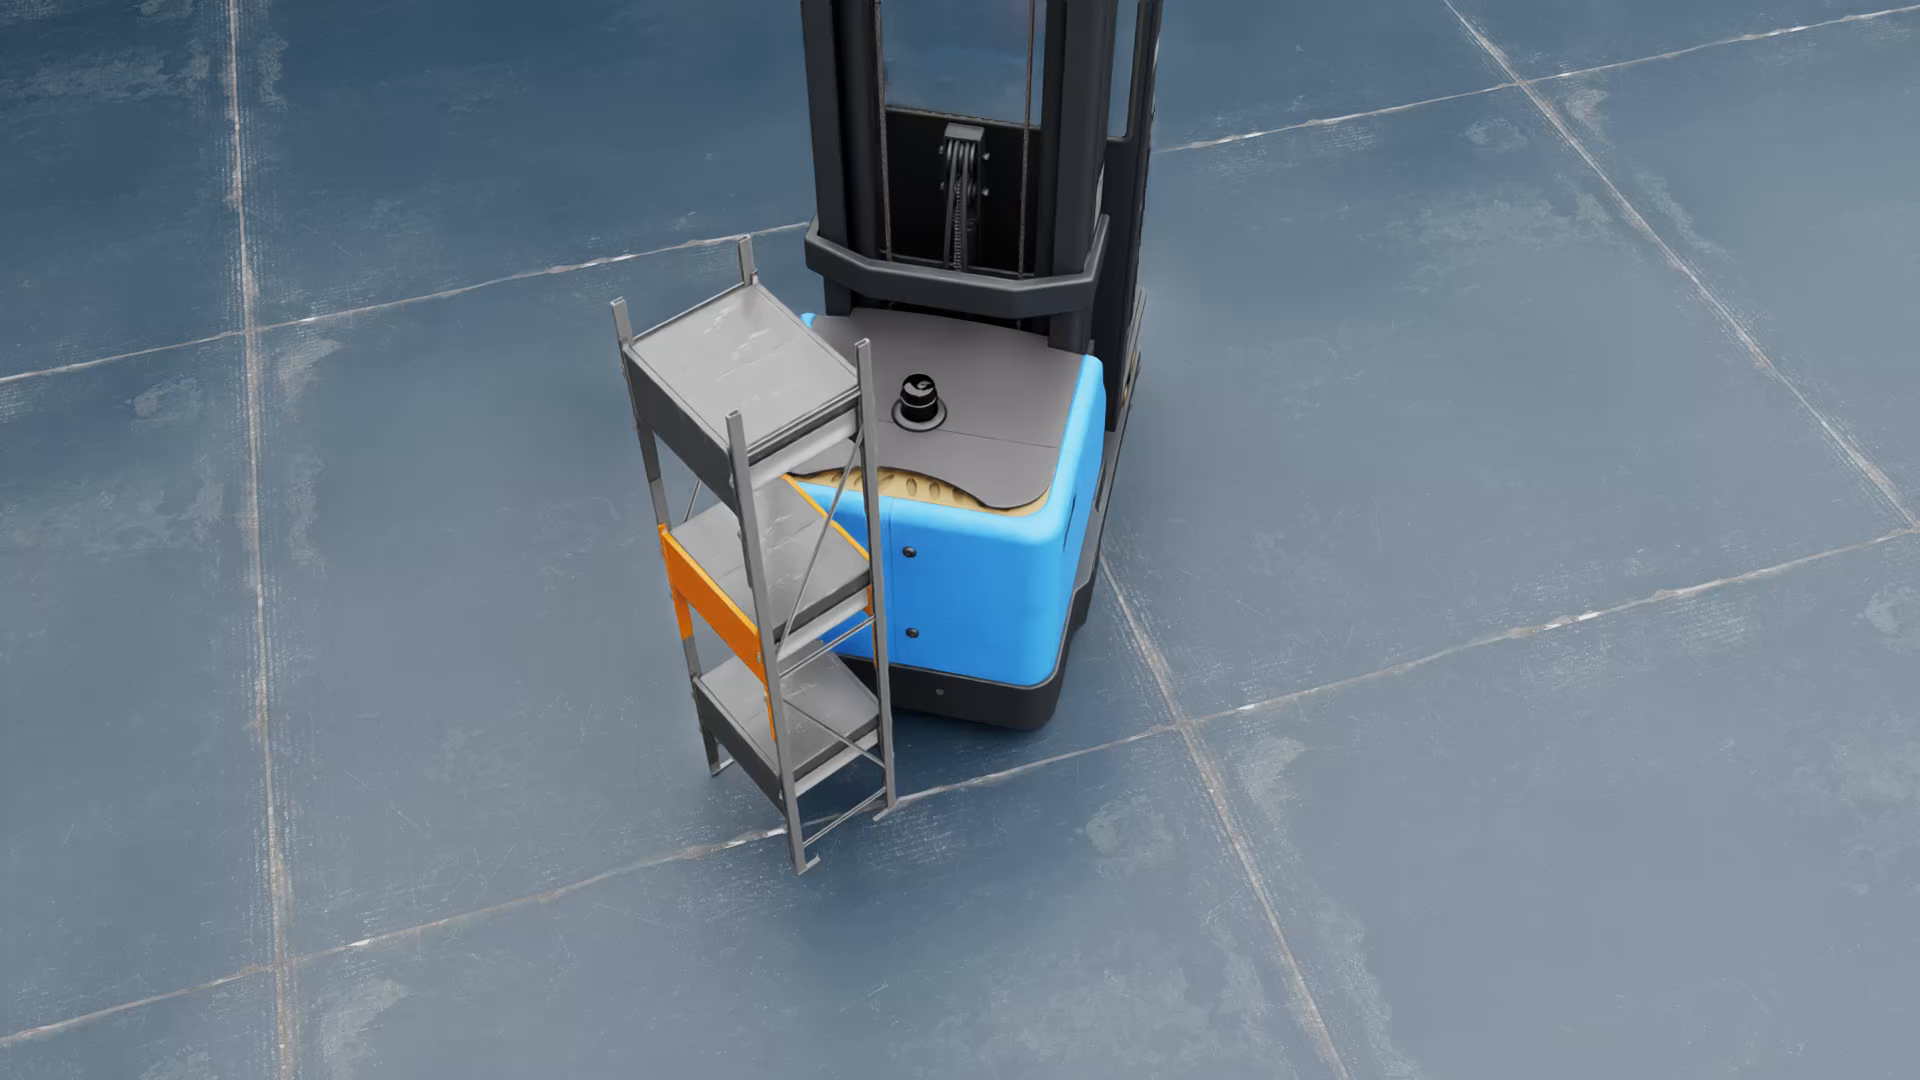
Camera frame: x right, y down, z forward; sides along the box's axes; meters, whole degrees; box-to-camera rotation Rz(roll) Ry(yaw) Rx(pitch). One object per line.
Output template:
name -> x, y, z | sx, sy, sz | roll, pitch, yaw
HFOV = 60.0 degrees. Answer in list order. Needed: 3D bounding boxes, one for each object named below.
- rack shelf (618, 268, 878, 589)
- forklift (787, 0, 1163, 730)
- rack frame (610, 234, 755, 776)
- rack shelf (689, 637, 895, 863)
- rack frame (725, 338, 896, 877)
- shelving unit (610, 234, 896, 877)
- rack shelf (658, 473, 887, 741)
rack shelf -> -0.525, -0.283, 4.218 | 0.431, 0.518, 0.480 | -32, 57, -24
forklift -> 0.116, -1.458, 5.562 | 1.130, 2.935, 3.031 | 10, 51, 8
rack frame -> -0.680, 0.015, 4.864 | 0.400, 2.100, 0.015 | -32, 57, -24
rack shelf -> -0.525, 0.619, 5.288 | 0.431, 0.518, 0.480 | -32, 57, -24
rack frame -> -0.370, 0.303, 4.621 | 0.400, 2.100, 0.015 | -32, 57, -24
shelving unit -> -0.525, 0.159, 4.743 | 0.431, 2.100, 0.503 | -32, 57, -24
rack shelf -> -0.525, 0.168, 4.753 | 0.431, 0.518, 0.480 | -32, 57, -24
